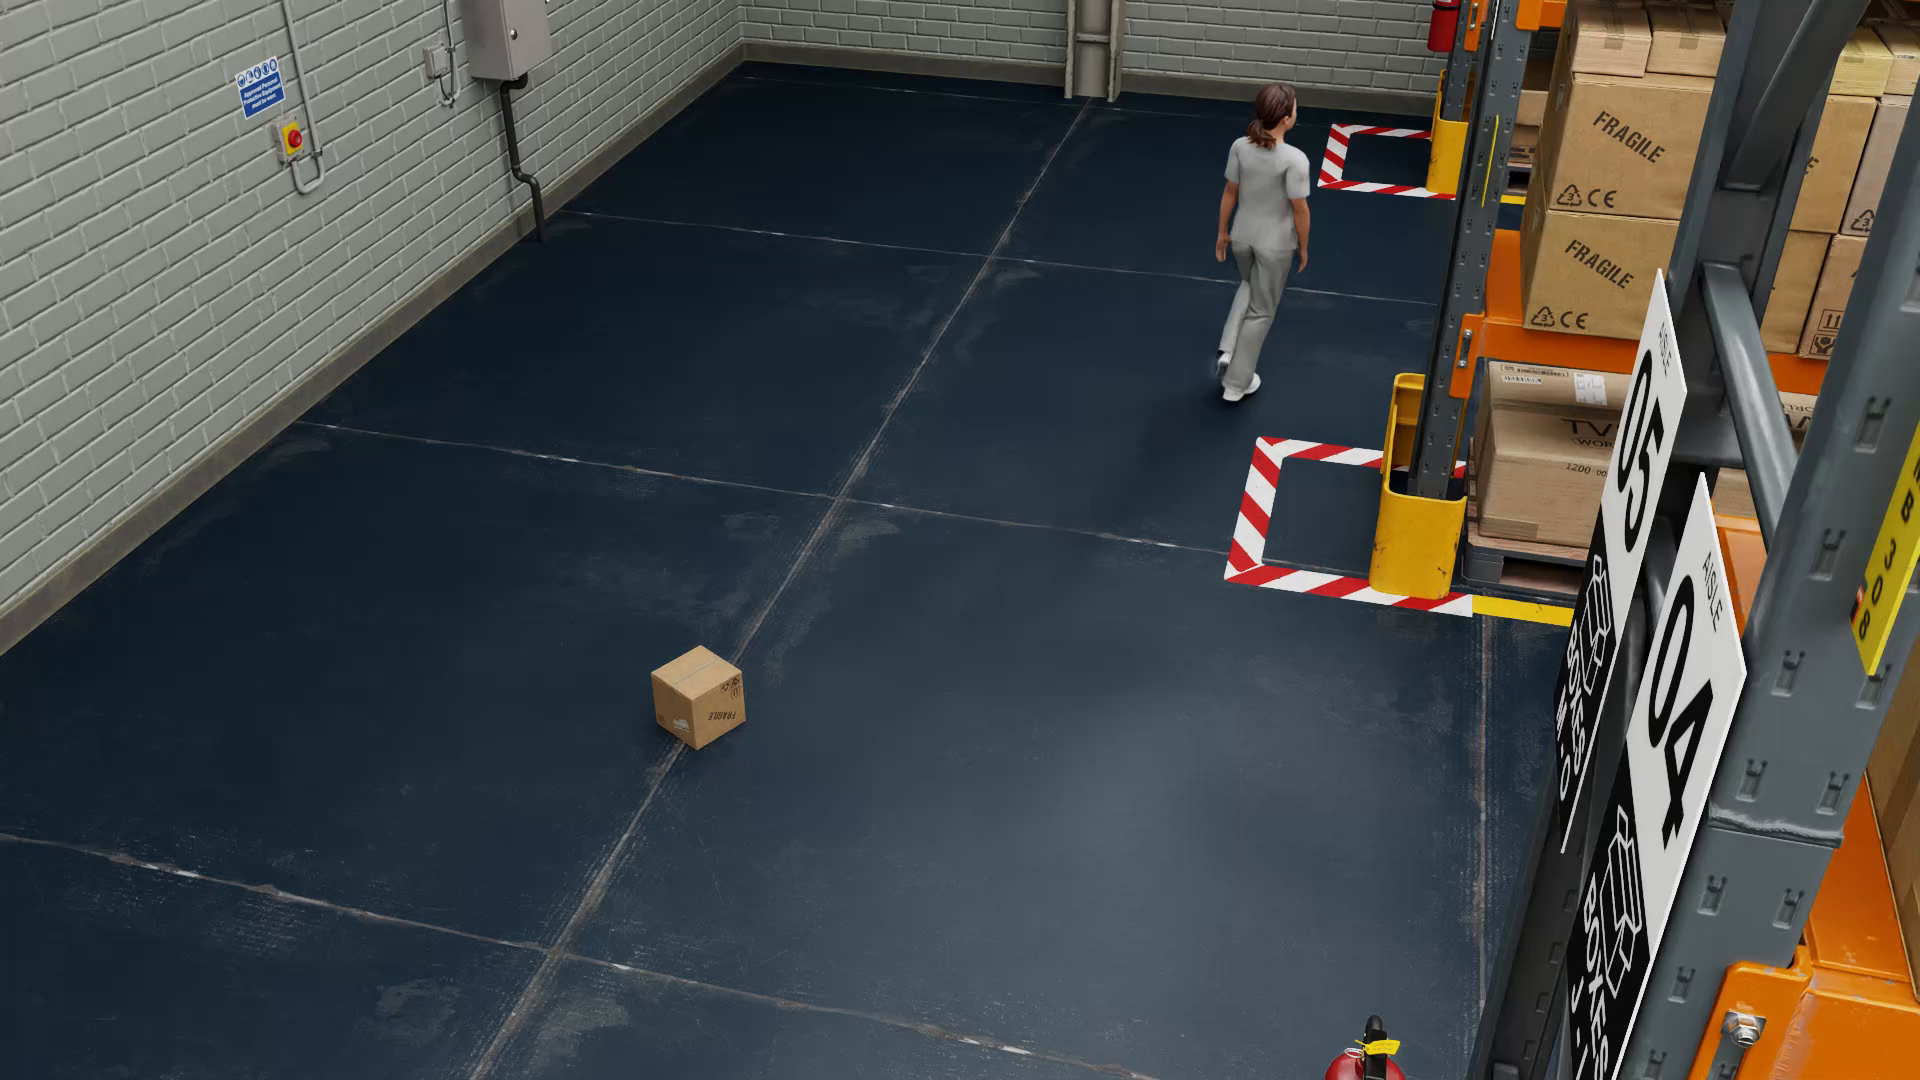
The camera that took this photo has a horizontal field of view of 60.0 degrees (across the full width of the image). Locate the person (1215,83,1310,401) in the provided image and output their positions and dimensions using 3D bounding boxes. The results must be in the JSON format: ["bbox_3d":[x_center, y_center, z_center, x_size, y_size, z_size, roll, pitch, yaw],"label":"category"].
[{"bbox_3d":[1.555,-1.495,8.419,0.484,1.679,0.470,26,41,34],"label":"person"}]
